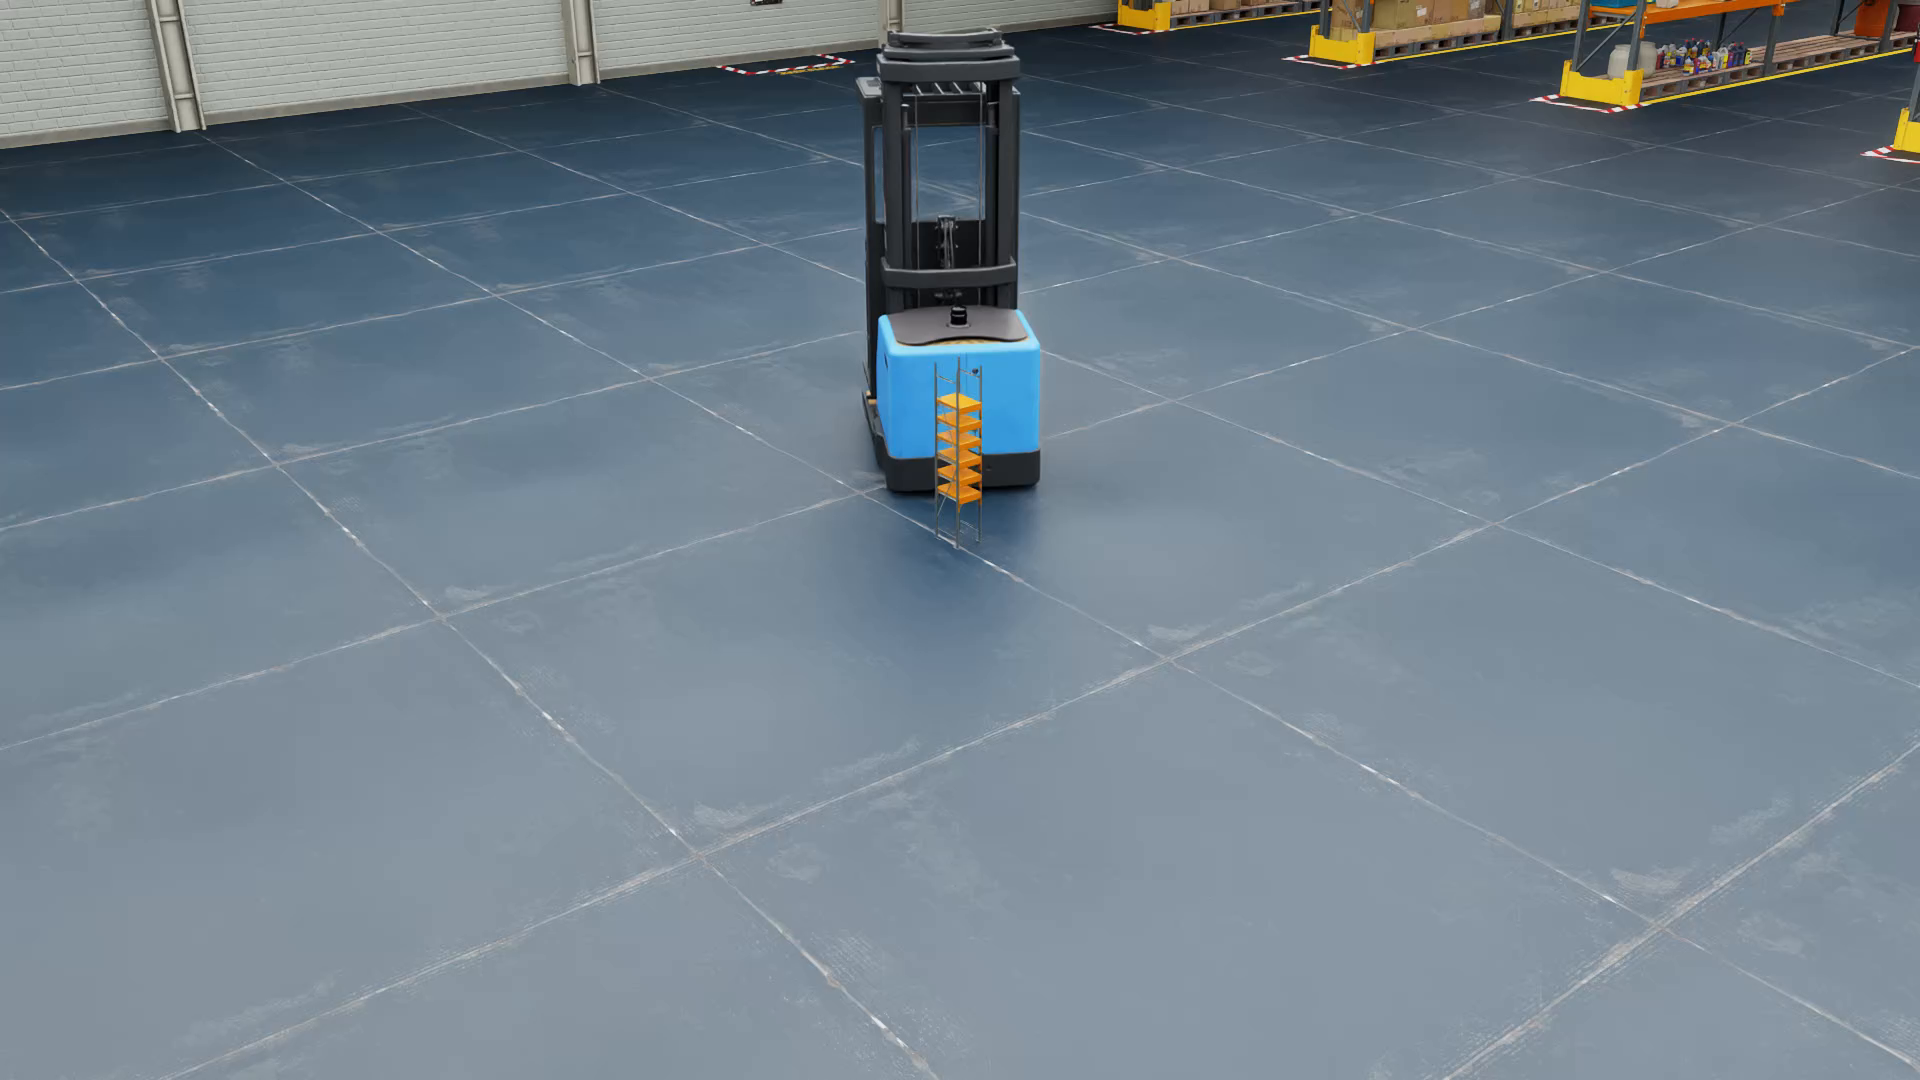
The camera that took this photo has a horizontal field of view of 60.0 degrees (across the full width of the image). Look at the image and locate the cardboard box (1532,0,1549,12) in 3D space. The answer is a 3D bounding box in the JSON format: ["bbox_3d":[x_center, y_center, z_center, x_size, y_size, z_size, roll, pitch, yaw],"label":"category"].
[{"bbox_3d":[10.562,-10.000,30.836,0.500,0.311,0.500,-19,31,-35],"label":"cardboard box"}]

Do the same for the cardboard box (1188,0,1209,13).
[{"bbox_3d":[4.527,-10.529,32.544,0.500,0.311,0.500,-15,29,-30],"label":"cardboard box"}]

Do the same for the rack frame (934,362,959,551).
[{"bbox_3d":[-0.083,-0.517,10.438,0.006,1.200,0.240,-18,31,-34],"label":"rack frame"}]

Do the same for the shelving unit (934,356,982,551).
[{"bbox_3d":[-0.011,-0.540,10.489,0.189,1.200,0.258,-18,31,-34],"label":"shelving unit"}]

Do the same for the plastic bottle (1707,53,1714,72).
[{"bbox_3d":[11.719,-7.466,25.993,0.097,0.271,0.097,0,25,0],"label":"plastic bottle"}]

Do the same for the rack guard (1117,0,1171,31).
[{"bbox_3d":[3.539,-10.137,31.997,0.348,0.500,1.175,-18,31,-34],"label":"rack guard"}]

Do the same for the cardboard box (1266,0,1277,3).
[{"bbox_3d":[6.224,-11.055,33.851,0.380,0.166,0.250,22,33,39],"label":"cardboard box"}]

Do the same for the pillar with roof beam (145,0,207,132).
[{"bbox_3d":[-8.012,-8.338,18.027,0.400,9.000,9.100,-18,31,-34],"label":"pillar with roof beam"}]

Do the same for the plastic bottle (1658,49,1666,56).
[{"bbox_3d":[11.091,-7.648,26.378,0.135,0.276,0.152,-19,31,-35],"label":"plastic bottle"}]

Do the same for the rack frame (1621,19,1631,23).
[{"bbox_3d":[12.834,-11.689,32.373,0.127,3.000,1.000,-18,31,-34],"label":"rack frame"}]

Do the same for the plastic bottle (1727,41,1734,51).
[{"bbox_3d":[12.322,-7.791,26.598,0.185,0.351,0.144,-18,31,-34],"label":"plastic bottle"}]

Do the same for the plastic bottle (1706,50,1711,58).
[{"bbox_3d":[11.809,-7.573,26.208,0.133,0.283,0.061,-18,31,-34],"label":"plastic bottle"}]

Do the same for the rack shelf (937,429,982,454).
[{"bbox_3d":[-0.011,-0.609,10.457,0.180,0.103,0.258,-18,31,-34],"label":"rack shelf"}]

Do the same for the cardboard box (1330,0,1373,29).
[{"bbox_3d":[6.777,-9.132,28.740,0.500,0.500,0.500,-18,31,-34],"label":"cardboard box"}]

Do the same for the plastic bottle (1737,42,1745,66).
[{"bbox_3d":[12.411,-7.743,26.495,0.185,0.351,0.144,-19,31,-35],"label":"plastic bottle"}]

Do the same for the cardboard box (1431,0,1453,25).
[{"bbox_3d":[8.280,-9.348,29.207,0.500,0.500,0.500,-18,31,-34],"label":"cardboard box"}]

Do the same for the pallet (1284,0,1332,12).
[{"bbox_3d":[7.238,-11.228,34.691,1.213,0.211,1.003,-18,31,-34],"label":"pallet"}]

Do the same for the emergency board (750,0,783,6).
[{"bbox_3d":[-3.212,-9.535,27.732,0.626,1.169,0.157,-18,31,-34],"label":"emergency board"}]

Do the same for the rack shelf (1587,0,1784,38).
[{"bbox_3d":[11.166,-8.162,25.628,4.000,0.370,1.077,-18,31,-34],"label":"rack shelf"}]

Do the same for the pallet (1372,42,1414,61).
[{"bbox_3d":[7.114,-8.558,28.940,1.213,0.211,1.003,-18,31,-34],"label":"pallet"}]

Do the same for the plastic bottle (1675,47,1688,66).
[{"bbox_3d":[11.477,-7.698,26.486,0.135,0.276,0.152,-18,31,-34],"label":"plastic bottle"}]

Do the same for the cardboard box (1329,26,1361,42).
[{"bbox_3d":[6.778,-8.791,28.896,0.500,0.250,0.500,-18,31,-34],"label":"cardboard box"}]

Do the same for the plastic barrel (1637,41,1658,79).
[{"bbox_3d":[10.457,-7.357,25.496,0.421,0.512,0.421,0,25,0],"label":"plastic barrel"}]

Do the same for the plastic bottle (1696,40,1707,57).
[{"bbox_3d":[11.937,-7.886,26.803,0.185,0.351,0.144,-18,31,-34],"label":"plastic bottle"}]

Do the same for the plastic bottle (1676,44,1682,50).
[{"bbox_3d":[11.544,-7.825,26.751,0.133,0.283,0.061,-17,30,-32],"label":"plastic bottle"}]

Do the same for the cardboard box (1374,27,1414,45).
[{"bbox_3d":[7.489,-8.751,28.809,0.500,0.250,0.500,-18,31,-34],"label":"cardboard box"}]

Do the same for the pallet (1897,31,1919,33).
[{"bbox_3d":[17.441,-9.316,30.572,1.213,0.211,1.003,-18,31,-34],"label":"pallet"}]

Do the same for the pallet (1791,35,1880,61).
[{"bbox_3d":[15.254,-8.594,29.016,1.213,0.211,1.003,-18,31,-34],"label":"pallet"}]

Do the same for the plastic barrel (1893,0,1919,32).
[{"bbox_3d":[17.151,-9.570,30.172,0.708,0.588,0.600,-18,31,-34],"label":"plastic barrel"}]

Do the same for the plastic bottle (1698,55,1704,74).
[{"bbox_3d":[11.481,-7.388,25.823,0.097,0.271,0.097,0,25,0],"label":"plastic bottle"}]

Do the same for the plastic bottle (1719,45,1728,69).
[{"bbox_3d":[12.006,-7.609,26.207,0.185,0.351,0.144,-18,31,-34],"label":"plastic bottle"}]

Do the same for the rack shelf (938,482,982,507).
[{"bbox_3d":[-0.011,-0.282,10.609,0.180,0.103,0.258,-18,31,-34],"label":"rack shelf"}]

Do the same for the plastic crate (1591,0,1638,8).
[{"bbox_3d":[9.801,-8.130,24.882,0.616,0.251,0.499,-18,31,-34],"label":"plastic crate"}]

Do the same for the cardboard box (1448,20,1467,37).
[{"bbox_3d":[8.672,-9.139,29.645,0.500,0.250,0.500,-18,31,-34],"label":"cardboard box"}]

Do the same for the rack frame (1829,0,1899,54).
[{"bbox_3d":[15.887,-10.047,28.835,0.127,3.000,1.000,-18,31,-34],"label":"rack frame"}]

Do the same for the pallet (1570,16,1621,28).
[{"bbox_3d":[12.162,-10.223,32.527,1.213,0.211,1.003,-18,31,-34],"label":"pallet"}]

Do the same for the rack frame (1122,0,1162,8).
[{"bbox_3d":[3.479,-11.251,31.429,0.127,3.000,1.000,-18,31,-34],"label":"rack frame"}]

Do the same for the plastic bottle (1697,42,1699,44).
[{"bbox_3d":[11.981,-7.941,27.011,0.135,0.276,0.152,-17,30,-32],"label":"plastic bottle"}]

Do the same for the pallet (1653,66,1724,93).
[{"bbox_3d":[11.225,-7.264,26.150,1.213,0.211,1.003,-18,31,-34],"label":"pallet"}]

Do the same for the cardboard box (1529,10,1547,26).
[{"bbox_3d":[10.559,-9.748,30.958,0.500,0.250,0.500,-17,30,-33],"label":"cardboard box"}]

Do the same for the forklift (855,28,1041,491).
[{"bbox_3d":[-0.159,-2.249,12.114,1.130,2.935,3.031,-3,25,-7],"label":"forklift"}]

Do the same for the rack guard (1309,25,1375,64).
[{"bbox_3d":[6.520,-8.471,28.408,0.348,0.500,1.175,-18,31,-34],"label":"rack guard"}]

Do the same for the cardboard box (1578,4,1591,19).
[{"bbox_3d":[11.769,-10.150,31.824,0.500,0.250,0.500,-17,30,-33],"label":"cardboard box"}]

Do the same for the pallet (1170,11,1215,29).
[{"bbox_3d":[4.200,-10.205,32.488,1.213,0.211,1.003,-18,31,-34],"label":"pallet"}]

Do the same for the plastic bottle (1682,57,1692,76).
[{"bbox_3d":[11.211,-7.299,25.631,0.097,0.271,0.097,0,25,0],"label":"plastic bottle"}]
